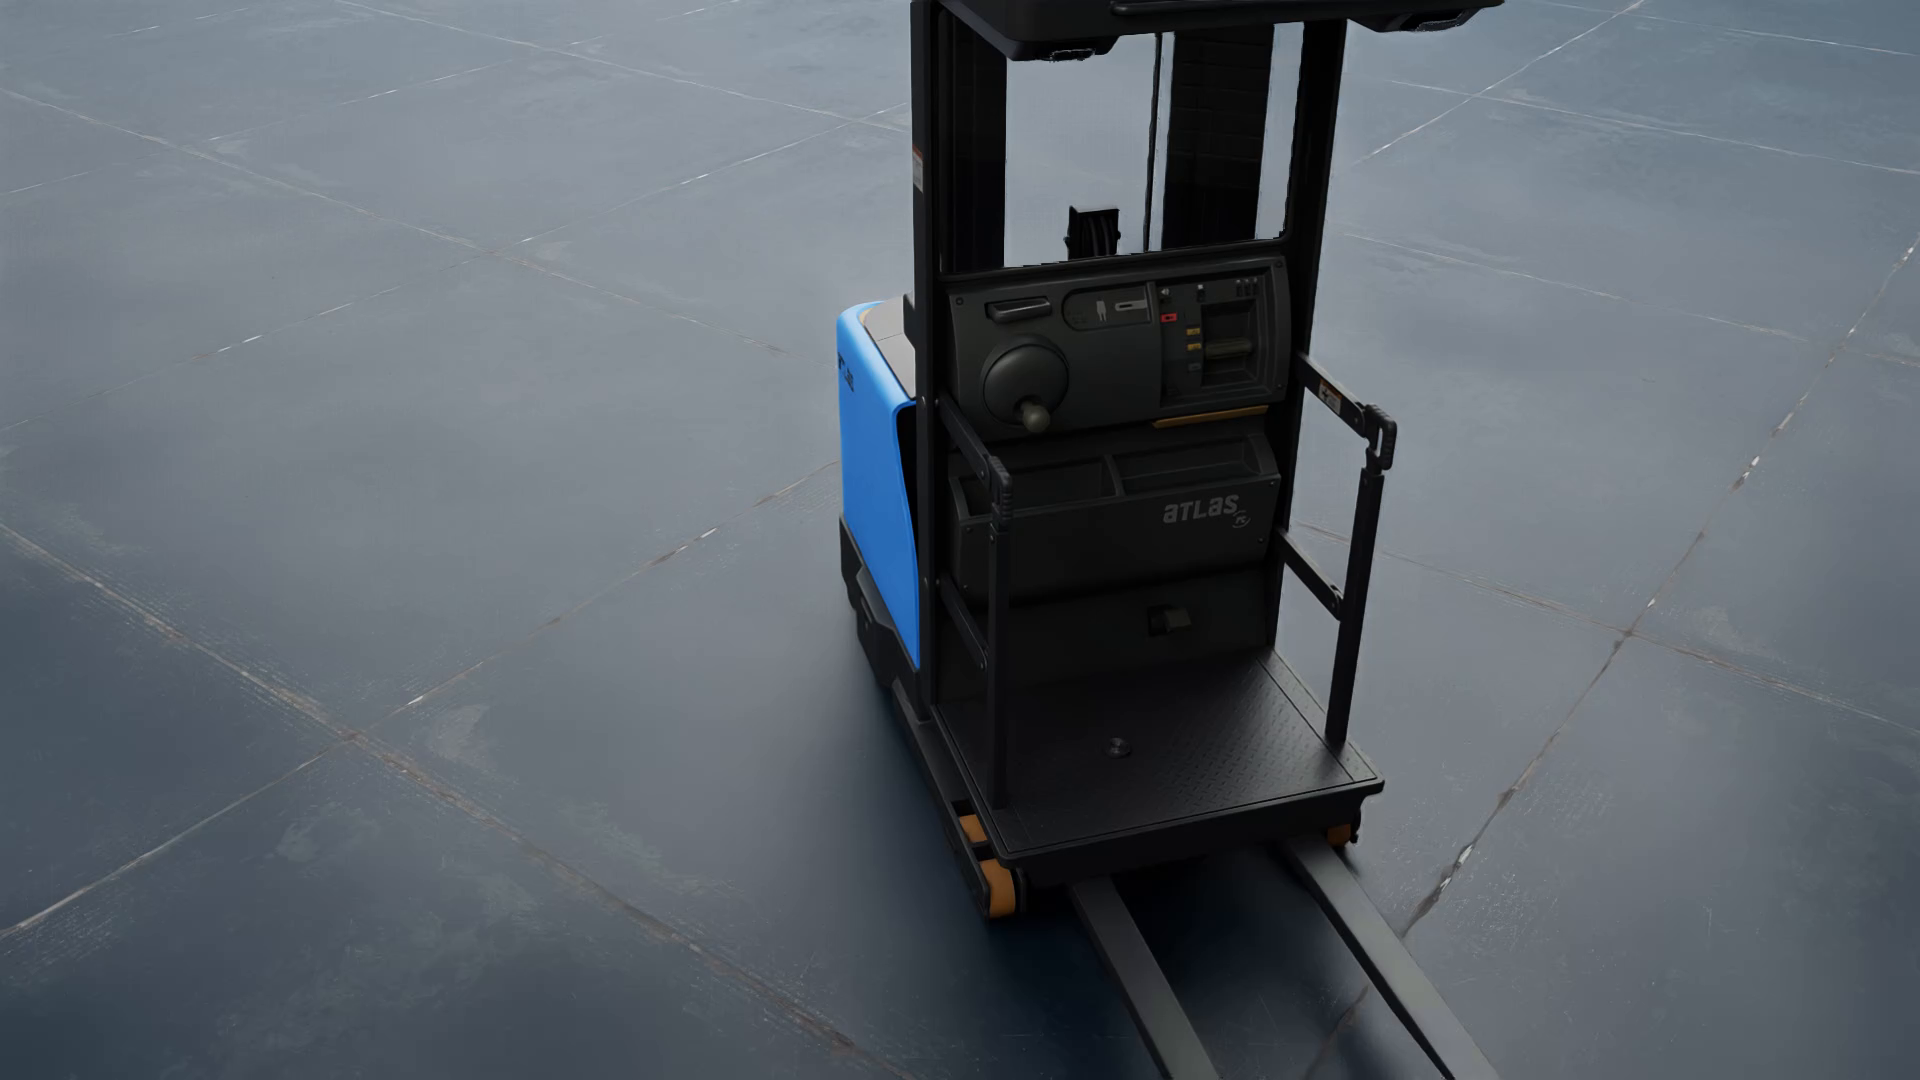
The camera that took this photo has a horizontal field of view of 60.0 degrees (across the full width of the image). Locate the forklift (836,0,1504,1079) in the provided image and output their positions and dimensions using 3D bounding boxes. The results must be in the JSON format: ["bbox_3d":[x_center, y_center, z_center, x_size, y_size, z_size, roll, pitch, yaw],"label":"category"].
[{"bbox_3d":[0.491,-0.459,4.150,1.130,2.935,3.031,-9,32,-14],"label":"forklift"}]
